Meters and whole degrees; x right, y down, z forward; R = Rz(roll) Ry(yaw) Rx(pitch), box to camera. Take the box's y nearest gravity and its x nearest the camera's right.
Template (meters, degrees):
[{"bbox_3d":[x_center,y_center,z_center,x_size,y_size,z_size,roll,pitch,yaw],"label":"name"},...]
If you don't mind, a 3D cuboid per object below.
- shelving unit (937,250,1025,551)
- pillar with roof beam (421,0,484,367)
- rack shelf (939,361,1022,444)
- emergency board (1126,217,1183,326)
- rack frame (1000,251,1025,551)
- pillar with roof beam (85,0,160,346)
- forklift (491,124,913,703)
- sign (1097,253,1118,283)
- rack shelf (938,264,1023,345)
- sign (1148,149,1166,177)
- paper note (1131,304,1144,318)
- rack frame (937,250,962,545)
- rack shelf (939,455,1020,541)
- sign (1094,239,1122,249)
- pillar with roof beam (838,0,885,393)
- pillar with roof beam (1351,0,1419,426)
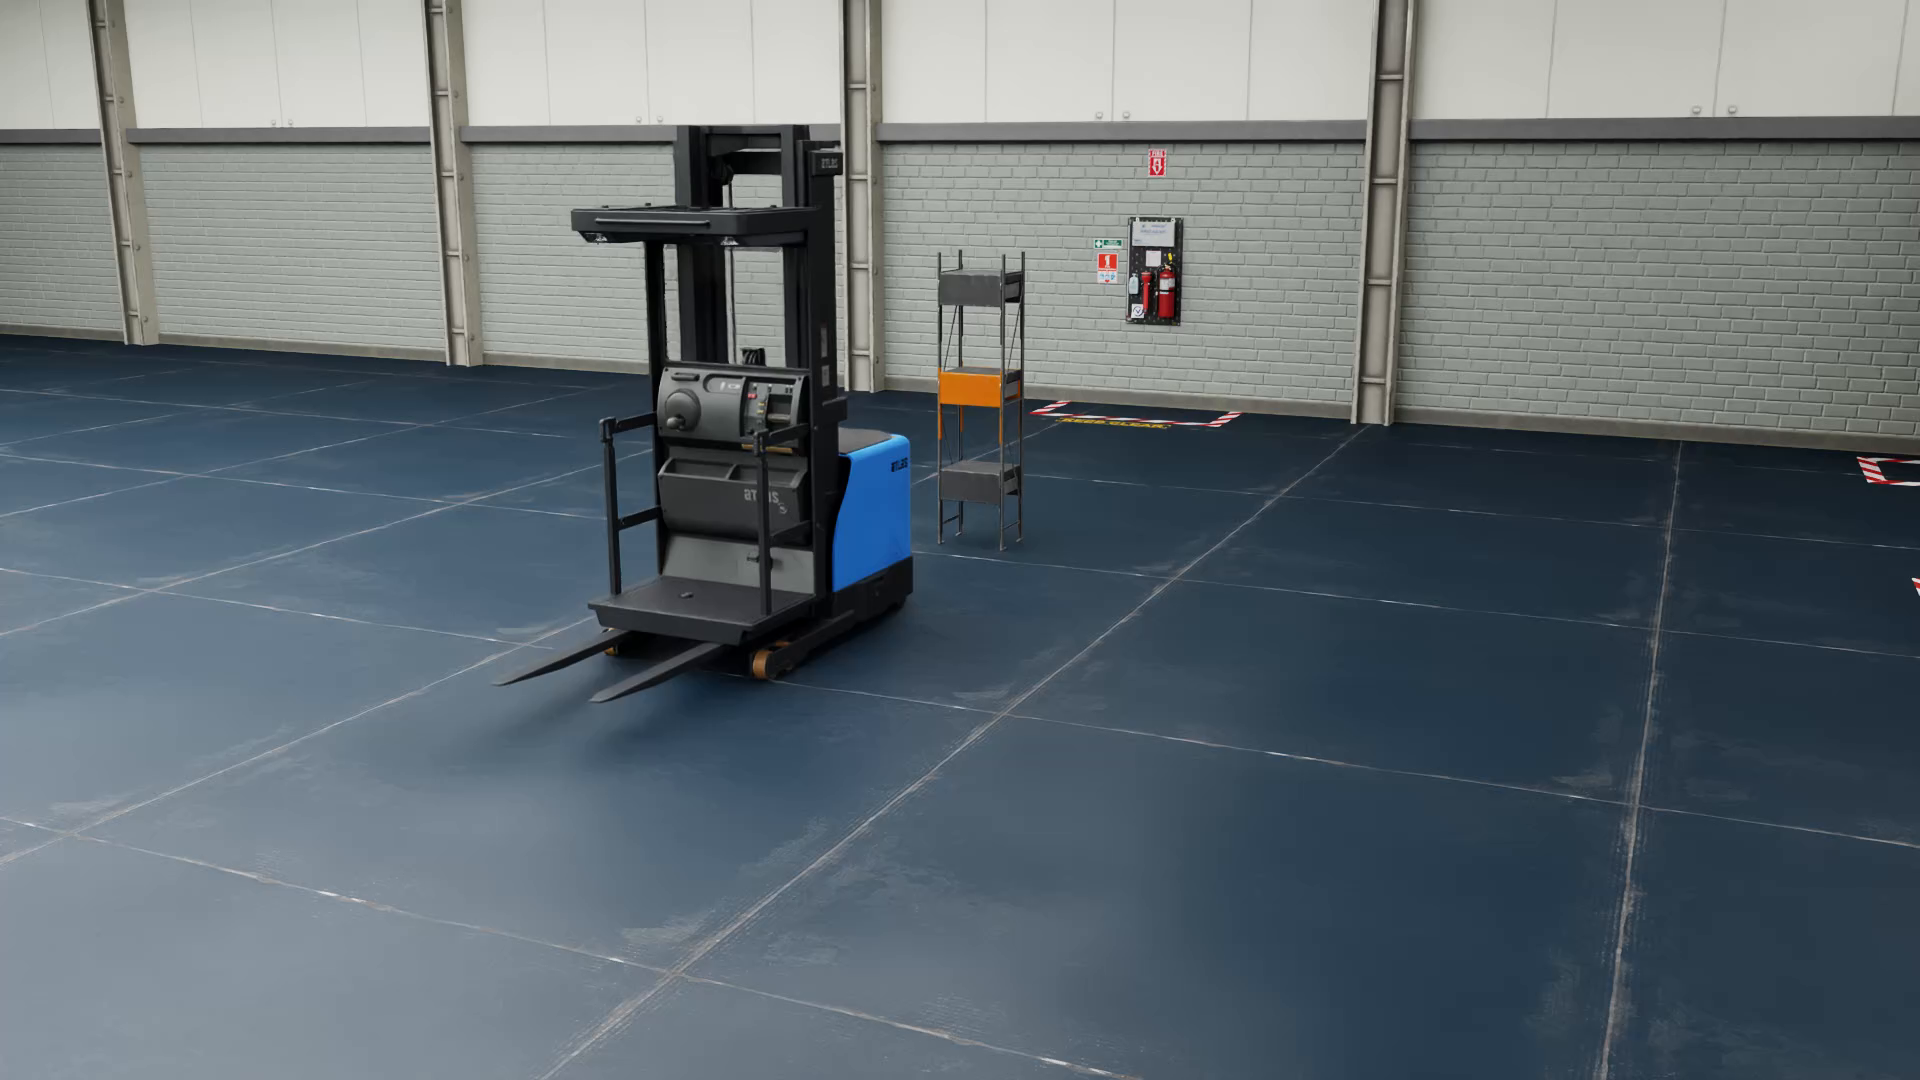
[{"bbox_3d":[0.151,-1.007,11.950,0.503,2.100,0.431,6,14,23],"label":"shelving unit"},{"bbox_3d":[-8.365,-5.832,17.412,0.400,9.000,9.100,6,14,23],"label":"pillar with roof beam"},{"bbox_3d":[0.151,-0.994,11.953,0.480,0.518,0.431,6,14,23],"label":"rack shelf"},{"bbox_3d":[2.106,-2.937,18.206,0.643,1.169,0.194,6,14,23],"label":"emergency board"},{"bbox_3d":[0.374,-0.984,11.853,0.015,2.100,0.400,6,14,23],"label":"rack frame"},{"bbox_3d":[-13.851,-6.388,19.778,0.400,9.000,9.100,6,14,23],"label":"pillar with roof beam"},{"bbox_3d":[-1.381,-0.779,9.158,1.130,2.935,3.031,6,15,24],"label":"forklift"},{"bbox_3d":[1.642,-3.027,18.512,0.234,0.329,0.001,6,14,23],"label":"sign"},{"bbox_3d":[0.151,-1.675,11.793,0.480,0.518,0.431,6,14,23],"label":"rack shelf"},{"bbox_3d":[2.139,-4.087,18.033,0.199,0.298,0.001,6,14,23],"label":"sign"},{"bbox_3d":[1.972,-2.539,18.438,0.142,0.148,0.016,6,14,23],"label":"paper note"},{"bbox_3d":[-0.072,-1.029,12.046,0.015,2.100,0.400,6,14,23],"label":"rack frame"},{"bbox_3d":[0.151,-0.312,12.113,0.480,0.518,0.431,6,14,23],"label":"rack shelf"},{"bbox_3d":[1.643,-3.283,18.441,0.331,0.109,0.001,6,14,23],"label":"sign"},{"bbox_3d":[-2.880,-5.277,15.046,0.400,9.000,9.100,6,14,23],"label":"pillar with roof beam"},{"bbox_3d":[2.606,-4.722,12.680,0.400,9.000,9.100,6,14,23],"label":"pillar with roof beam"}]
